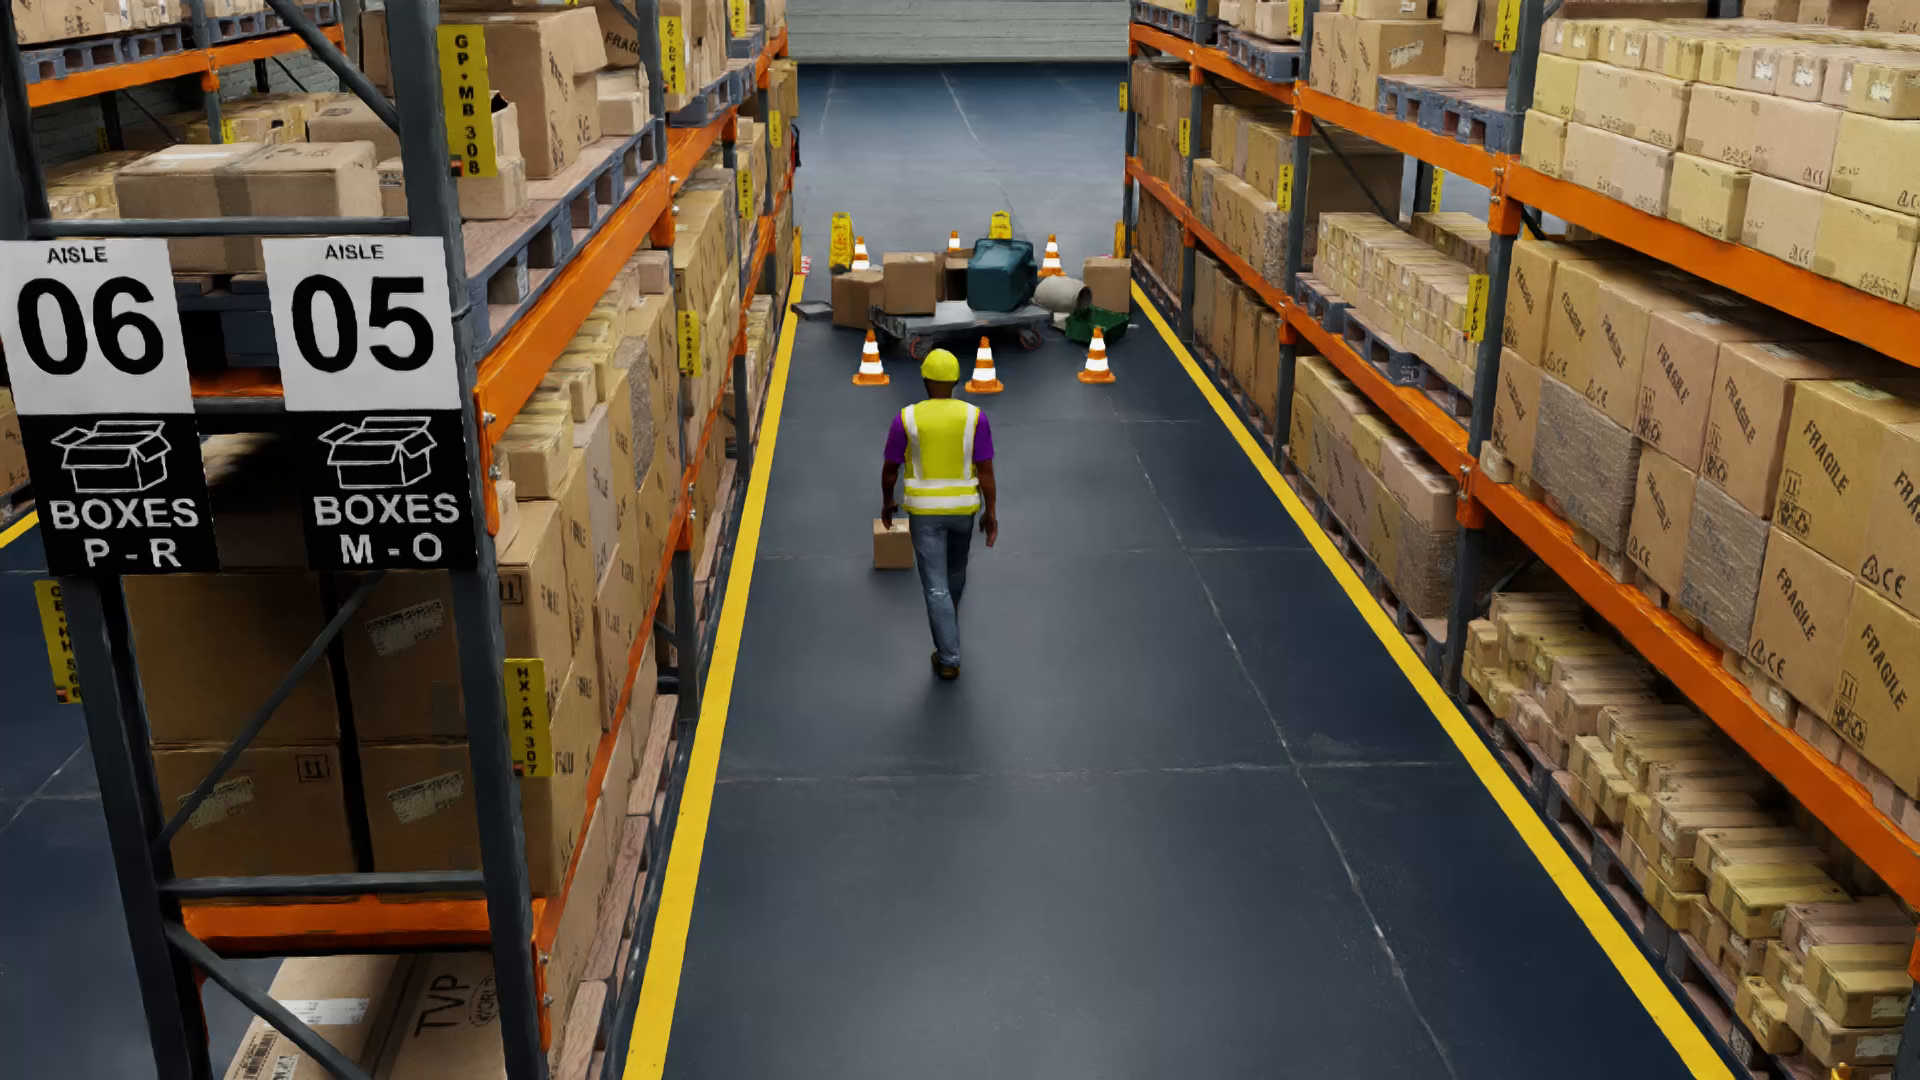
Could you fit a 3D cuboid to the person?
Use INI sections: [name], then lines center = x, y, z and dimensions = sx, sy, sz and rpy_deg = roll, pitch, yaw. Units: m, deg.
[person]
center = -0.137, -0.214, 9.130
dimensions = 0.592, 1.711, 0.982
rpy_deg = -4, 21, -12
